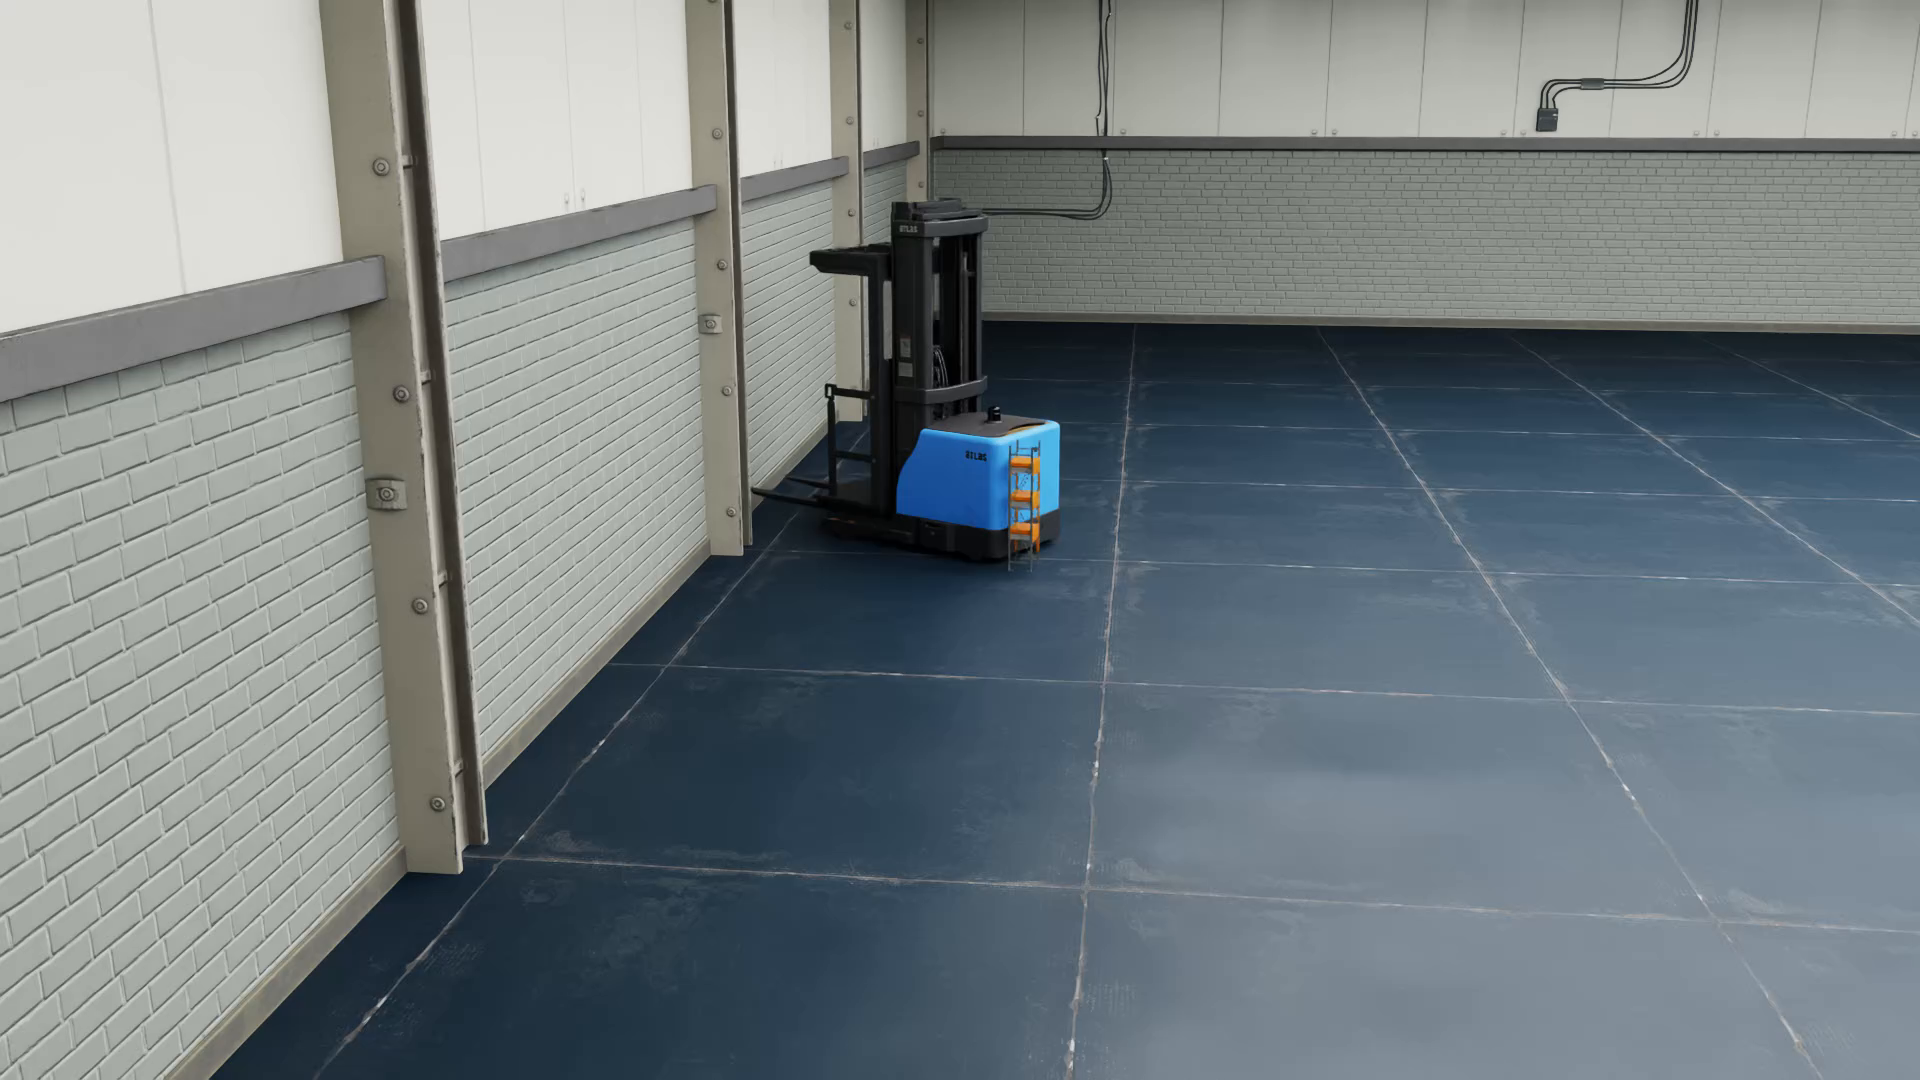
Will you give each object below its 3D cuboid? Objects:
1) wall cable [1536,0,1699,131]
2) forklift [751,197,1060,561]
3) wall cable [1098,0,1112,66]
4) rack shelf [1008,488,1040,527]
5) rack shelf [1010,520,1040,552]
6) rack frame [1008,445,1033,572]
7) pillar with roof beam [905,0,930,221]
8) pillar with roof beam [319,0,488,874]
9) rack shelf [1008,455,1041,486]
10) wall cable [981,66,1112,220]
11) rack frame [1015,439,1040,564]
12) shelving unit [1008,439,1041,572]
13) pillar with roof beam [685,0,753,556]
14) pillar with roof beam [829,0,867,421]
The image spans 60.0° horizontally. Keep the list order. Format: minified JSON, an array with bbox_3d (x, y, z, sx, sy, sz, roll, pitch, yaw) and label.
[{"bbox_3d":[10.443,-9.461,25.896,2.305,6.003,0.169,2,15,6],"label":"wall cable"},{"bbox_3d":[-0.623,-1.522,14.676,3.031,2.935,1.130,10,18,34],"label":"forklift"},{"bbox_3d":[3.700,-8.962,26.840,3.097,2.526,0.112,2,15,6],"label":"wall cable"},{"bbox_3d":[0.528,-0.273,13.699,0.215,0.259,0.240,4,16,16],"label":"rack shelf"},{"bbox_3d":[0.528,-0.005,13.772,0.215,0.259,0.240,4,16,16],"label":"rack shelf"},{"bbox_3d":[0.495,-0.253,13.583,0.200,1.050,0.008,4,16,16],"label":"rack frame"},{"bbox_3d":[3.643,-7.251,24.238,9.100,9.000,0.400,2,15,6],"label":"pillar with roof beam"},{"bbox_3d":[1.612,-2.583,6.973,9.100,9.000,0.400,2,15,6],"label":"pillar with roof beam"},{"bbox_3d":[0.529,-0.547,13.625,0.215,0.259,0.240,4,16,16],"label":"rack shelf"},{"bbox_3d":[1.012,-6.604,27.794,3.097,2.526,0.112,2,15,6],"label":"wall cable"},{"bbox_3d":[0.562,-0.314,13.810,0.200,1.050,0.008,4,16,16],"label":"rack frame"},{"bbox_3d":[0.529,-0.283,13.697,0.215,1.050,0.252,4,16,16],"label":"shelving unit"},{"bbox_3d":[2.289,-4.139,12.728,9.100,9.000,0.400,2,15,6],"label":"pillar with roof beam"},{"bbox_3d":[2.966,-5.695,18.483,9.100,9.000,0.400,2,15,6],"label":"pillar with roof beam"}]
